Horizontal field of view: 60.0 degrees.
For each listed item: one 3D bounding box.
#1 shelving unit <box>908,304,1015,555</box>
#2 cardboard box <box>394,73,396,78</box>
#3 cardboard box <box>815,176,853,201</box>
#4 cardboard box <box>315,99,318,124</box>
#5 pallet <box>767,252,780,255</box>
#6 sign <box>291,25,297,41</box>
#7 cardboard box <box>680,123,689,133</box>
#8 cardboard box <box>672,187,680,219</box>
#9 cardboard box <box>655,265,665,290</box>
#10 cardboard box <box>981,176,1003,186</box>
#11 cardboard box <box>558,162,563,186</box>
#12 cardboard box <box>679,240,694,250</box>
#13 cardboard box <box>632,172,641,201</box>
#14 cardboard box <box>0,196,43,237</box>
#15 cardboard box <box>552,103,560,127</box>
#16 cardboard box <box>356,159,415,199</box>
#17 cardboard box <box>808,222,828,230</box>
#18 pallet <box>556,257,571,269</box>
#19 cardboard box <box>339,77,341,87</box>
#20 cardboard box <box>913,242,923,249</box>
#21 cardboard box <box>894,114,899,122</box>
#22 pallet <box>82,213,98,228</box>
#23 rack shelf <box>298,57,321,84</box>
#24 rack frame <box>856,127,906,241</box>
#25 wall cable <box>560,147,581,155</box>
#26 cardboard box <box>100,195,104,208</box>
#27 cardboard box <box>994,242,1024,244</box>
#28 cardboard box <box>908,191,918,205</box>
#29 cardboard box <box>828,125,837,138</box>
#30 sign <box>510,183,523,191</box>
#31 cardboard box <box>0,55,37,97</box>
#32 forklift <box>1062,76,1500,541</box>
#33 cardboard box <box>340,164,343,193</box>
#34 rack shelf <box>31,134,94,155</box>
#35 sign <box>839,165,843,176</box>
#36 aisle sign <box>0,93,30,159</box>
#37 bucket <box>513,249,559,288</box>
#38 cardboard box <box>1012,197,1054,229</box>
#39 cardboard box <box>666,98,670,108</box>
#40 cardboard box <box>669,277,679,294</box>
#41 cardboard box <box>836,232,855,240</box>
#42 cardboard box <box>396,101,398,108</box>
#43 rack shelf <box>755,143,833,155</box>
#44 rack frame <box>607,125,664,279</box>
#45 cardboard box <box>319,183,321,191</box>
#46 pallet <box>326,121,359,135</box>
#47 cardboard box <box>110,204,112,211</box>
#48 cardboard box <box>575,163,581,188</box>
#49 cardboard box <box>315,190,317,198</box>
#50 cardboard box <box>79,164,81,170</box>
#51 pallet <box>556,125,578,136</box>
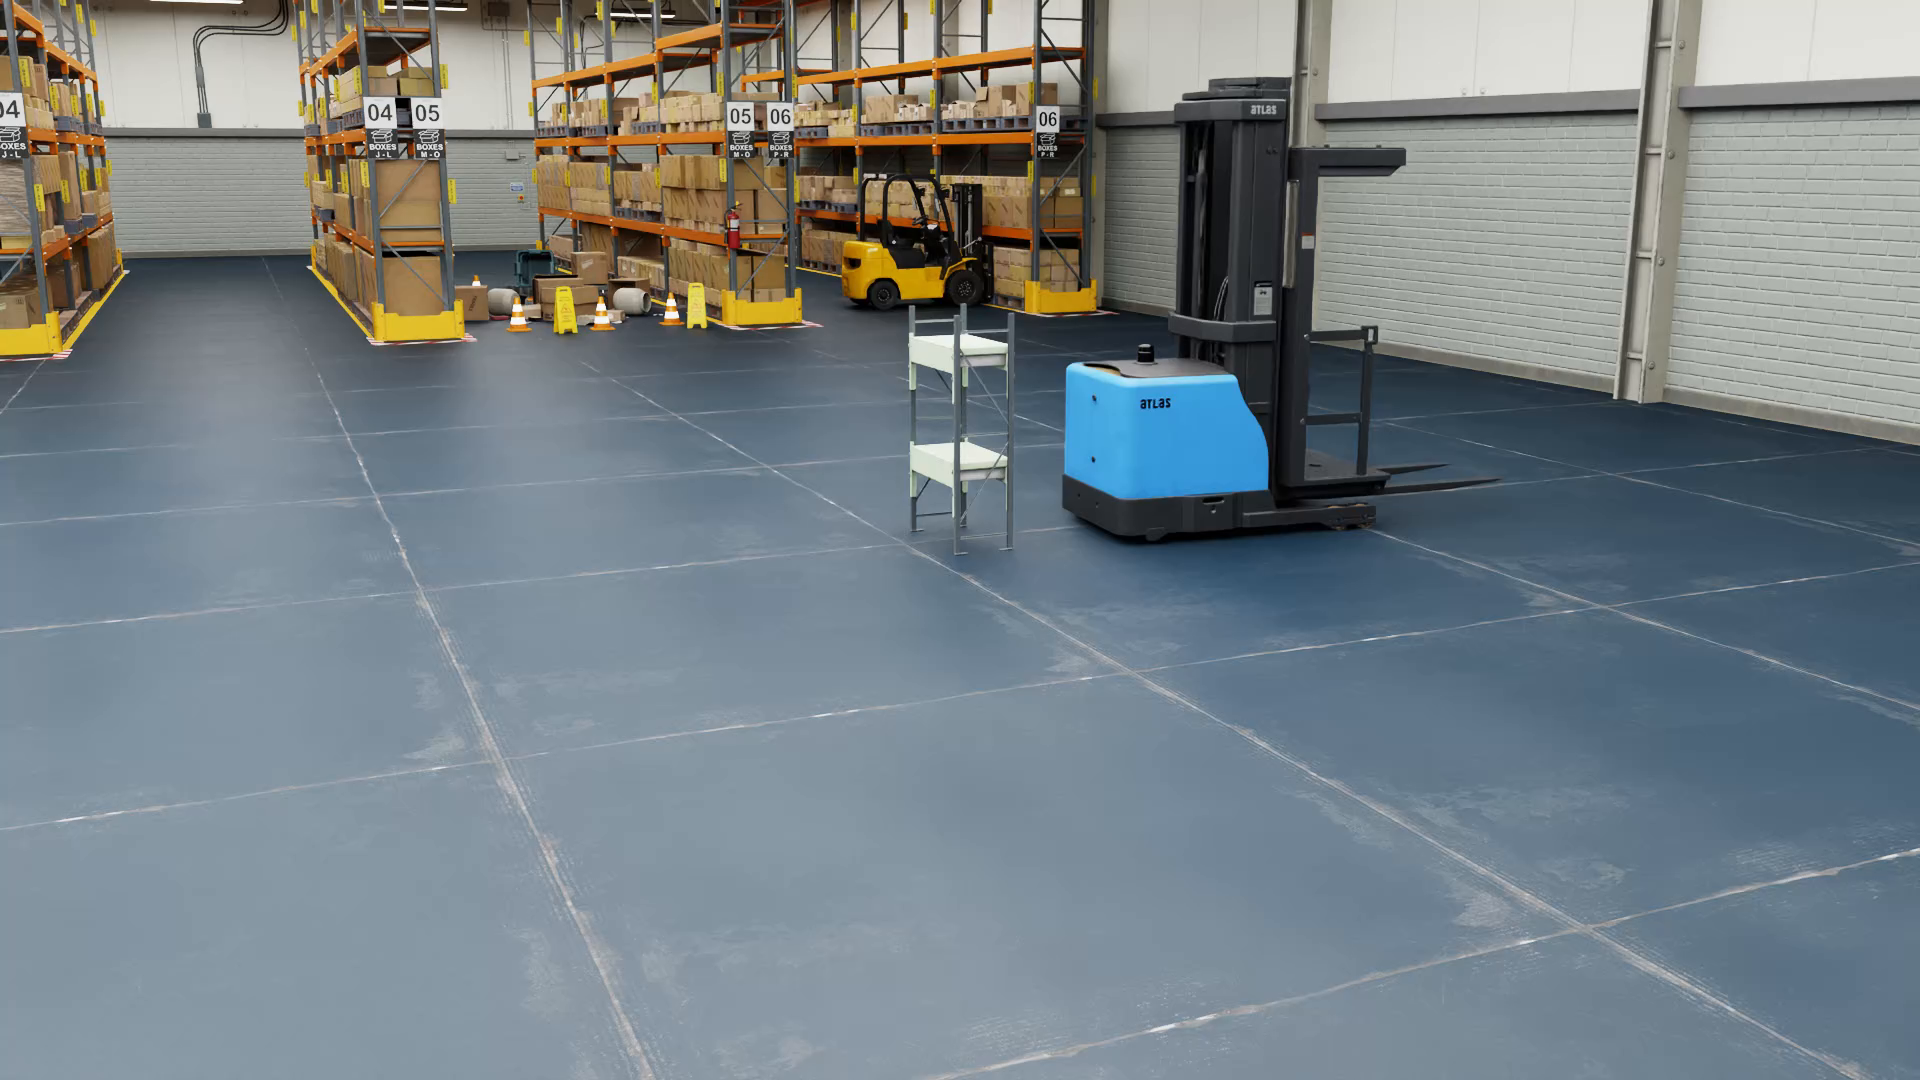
[{"bbox_3d":[0.003,-0.729,10.695,0.431,1.500,0.755,-6,14,-23],"label":"shelving unit"},{"bbox_3d":[-7.980,-6.683,24.076,0.380,0.149,0.250,-5,14,-22],"label":"cardboard box"},{"bbox_3d":[-2.680,-7.497,35.456,0.700,0.500,0.500,-6,14,-23],"label":"cardboard box"},{"bbox_3d":[-12.181,-8.342,32.456,0.700,0.500,0.500,-6,14,-23],"label":"cardboard box"},{"bbox_3d":[-3.957,-6.668,39.215,1.003,0.211,1.213,-6,14,-23],"label":"pallet"},{"bbox_3d":[-14.332,-10.909,35.802,0.100,0.325,0.005,-6,14,-23],"label":"sign"},{"bbox_3d":[-4.196,-6.509,26.245,0.380,0.149,0.250,-6,14,-24],"label":"cardboard box"},{"bbox_3d":[-4.389,-5.507,27.129,0.500,0.500,0.500,-6,14,-23],"label":"cardboard box"},{"bbox_3d":[-4.745,-4.563,28.831,0.950,0.372,0.625,-5,14,-22],"label":"cardboard box"},{"bbox_3d":[0.575,-6.088,28.202,0.380,0.149,0.250,-6,14,-23],"label":"cardboard box"},{"bbox_3d":[-8.375,-7.898,35.901,0.500,0.500,0.500,-6,14,-24],"label":"cardboard box"},{"bbox_3d":[-4.341,-4.794,26.994,0.380,0.149,0.250,-5,14,-21],"label":"cardboard box"},{"bbox_3d":[-5.539,-6.321,29.718,0.500,0.500,0.500,-6,14,-25],"label":"cardboard box"},{"bbox_3d":[-12.206,-4.119,21.133,0.875,0.500,0.500,-6,14,-23],"label":"cardboard box"},{"bbox_3d":[-8.669,-9.343,36.560,0.500,0.500,0.500,-5,14,-22],"label":"cardboard box"},{"bbox_3d":[-8.275,-5.247,24.160,0.875,0.550,0.500,-6,14,-23],"label":"cardboard box"},{"bbox_3d":[-3.143,-6.933,36.687,0.380,0.149,0.250,-6,14,-26],"label":"cardboard box"},{"bbox_3d":[-8.463,-6.242,37.370,1.003,0.211,1.213,-6,14,-23],"label":"pallet"},{"bbox_3d":[-9.193,-6.938,25.176,0.380,0.149,0.250,-5,14,-22],"label":"cardboard box"},{"bbox_3d":[-0.509,-5.295,31.432,0.875,0.625,0.625,-6,14,-24],"label":"cardboard box"},{"bbox_3d":[-1.014,-7.931,31.238,0.380,0.149,0.250,-6,14,-24],"label":"cardboard box"},{"bbox_3d":[-14.832,-5.231,27.245,1.213,0.211,1.003,-6,14,-23],"label":"pallet"},{"bbox_3d":[-13.033,-9.699,34.424,1.077,0.370,4.000,-6,14,-23],"label":"rack shelf"},{"bbox_3d":[-1.588,-6.806,33.626,1.000,3.000,0.127,-6,14,-23],"label":"rack frame"},{"bbox_3d":[-10.325,-9.798,44.300,0.588,1.984,0.122,-6,14,-23],"label":"wall cable"},{"bbox_3d":[-16.960,-6.584,32.339,0.500,0.250,0.500,-6,14,-23],"label":"cardboard box"},{"bbox_3d":[0.795,-5.039,28.938,0.500,0.250,0.500,-6,14,-23],"label":"cardboard box"},{"bbox_3d":[-0.630,-6.334,30.810,0.500,0.250,0.500,-6,14,-24],"label":"cardboard box"},{"bbox_3d":[-2.419,-8.486,34.563,0.500,0.250,0.500,-6,14,-23],"label":"cardboard box"},{"bbox_3d":[-11.688,-9.313,43.856,0.327,0.218,0.001,-6,14,-23],"label":"sign"},{"bbox_3d":[-12.358,-6.039,21.668,0.500,0.500,0.500,-6,14,-23],"label":"cardboard box"},{"bbox_3d":[2.281,-1.600,11.283,3.031,2.935,1.130,-5,14,-19],"label":"forklift"},{"bbox_3d":[-10.459,-6.331,29.134,0.700,0.500,0.500,-6,14,-23],"label":"cardboard box"},{"bbox_3d":[-16.016,-6.986,29.346,1.077,0.370,4.000,-6,14,-23],"label":"rack shelf"},{"bbox_3d":[-2.684,-8.248,37.285,0.100,0.325,0.005,-6,14,-23],"label":"sign"},{"bbox_3d":[-11.711,-5.090,20.445,0.394,0.787,0.004,-6,14,-23],"label":"aisle sign"},{"bbox_3d":[-6.861,-4.389,27.068,0.726,0.611,0.620,-1,3,-4],"label":"bucket"},{"bbox_3d":[1.179,-5.280,26.810,0.500,0.500,0.500,-6,14,-24],"label":"cardboard box"},{"bbox_3d":[-4.575,-7.113,27.085,0.380,0.149,0.250,-5,14,-21],"label":"cardboard box"},{"bbox_3d":[-4.544,-4.250,27.745,0.500,0.250,0.500,-6,14,-26],"label":"cardboard box"},{"bbox_3d":[-2.386,-6.410,35.089,0.380,0.149,0.250,-6,14,-24],"label":"cardboard box"},{"bbox_3d":[-7.977,-6.293,24.162,0.380,0.149,0.250,-6,14,-23],"label":"cardboard box"},{"bbox_3d":[-3.992,-9.157,38.724,1.077,0.370,4.000,-6,14,-23],"label":"rack shelf"},{"bbox_3d":[-6.135,-6.357,31.685,1.000,3.000,0.127,-6,14,-23],"label":"rack frame"},{"bbox_3d":[-11.560,-6.482,30.531,0.380,0.149,0.250,-5,14,-21],"label":"cardboard box"},{"bbox_3d":[-10.323,-7.130,28.792,1.213,0.211,1.003,-5,14,-20],"label":"pallet"},{"bbox_3d":[-17.975,-6.949,34.798,0.380,0.149,0.250,-5,14,-22],"label":"cardboard box"},{"bbox_3d":[-7.595,-7.500,34.183,0.500,0.500,0.500,-6,14,-23],"label":"cardboard box"},{"bbox_3d":[-12.182,-6.659,31.957,0.380,0.149,0.250,-6,14,-25],"label":"cardboard box"},{"bbox_3d":[-16.026,-6.425,29.531,0.797,0.503,0.637,-5,14,-21],"label":"cardboard box"},{"bbox_3d":[-8.055,-8.772,35.662,1.003,0.211,1.213,-6,14,-23],"label":"pallet"}]
